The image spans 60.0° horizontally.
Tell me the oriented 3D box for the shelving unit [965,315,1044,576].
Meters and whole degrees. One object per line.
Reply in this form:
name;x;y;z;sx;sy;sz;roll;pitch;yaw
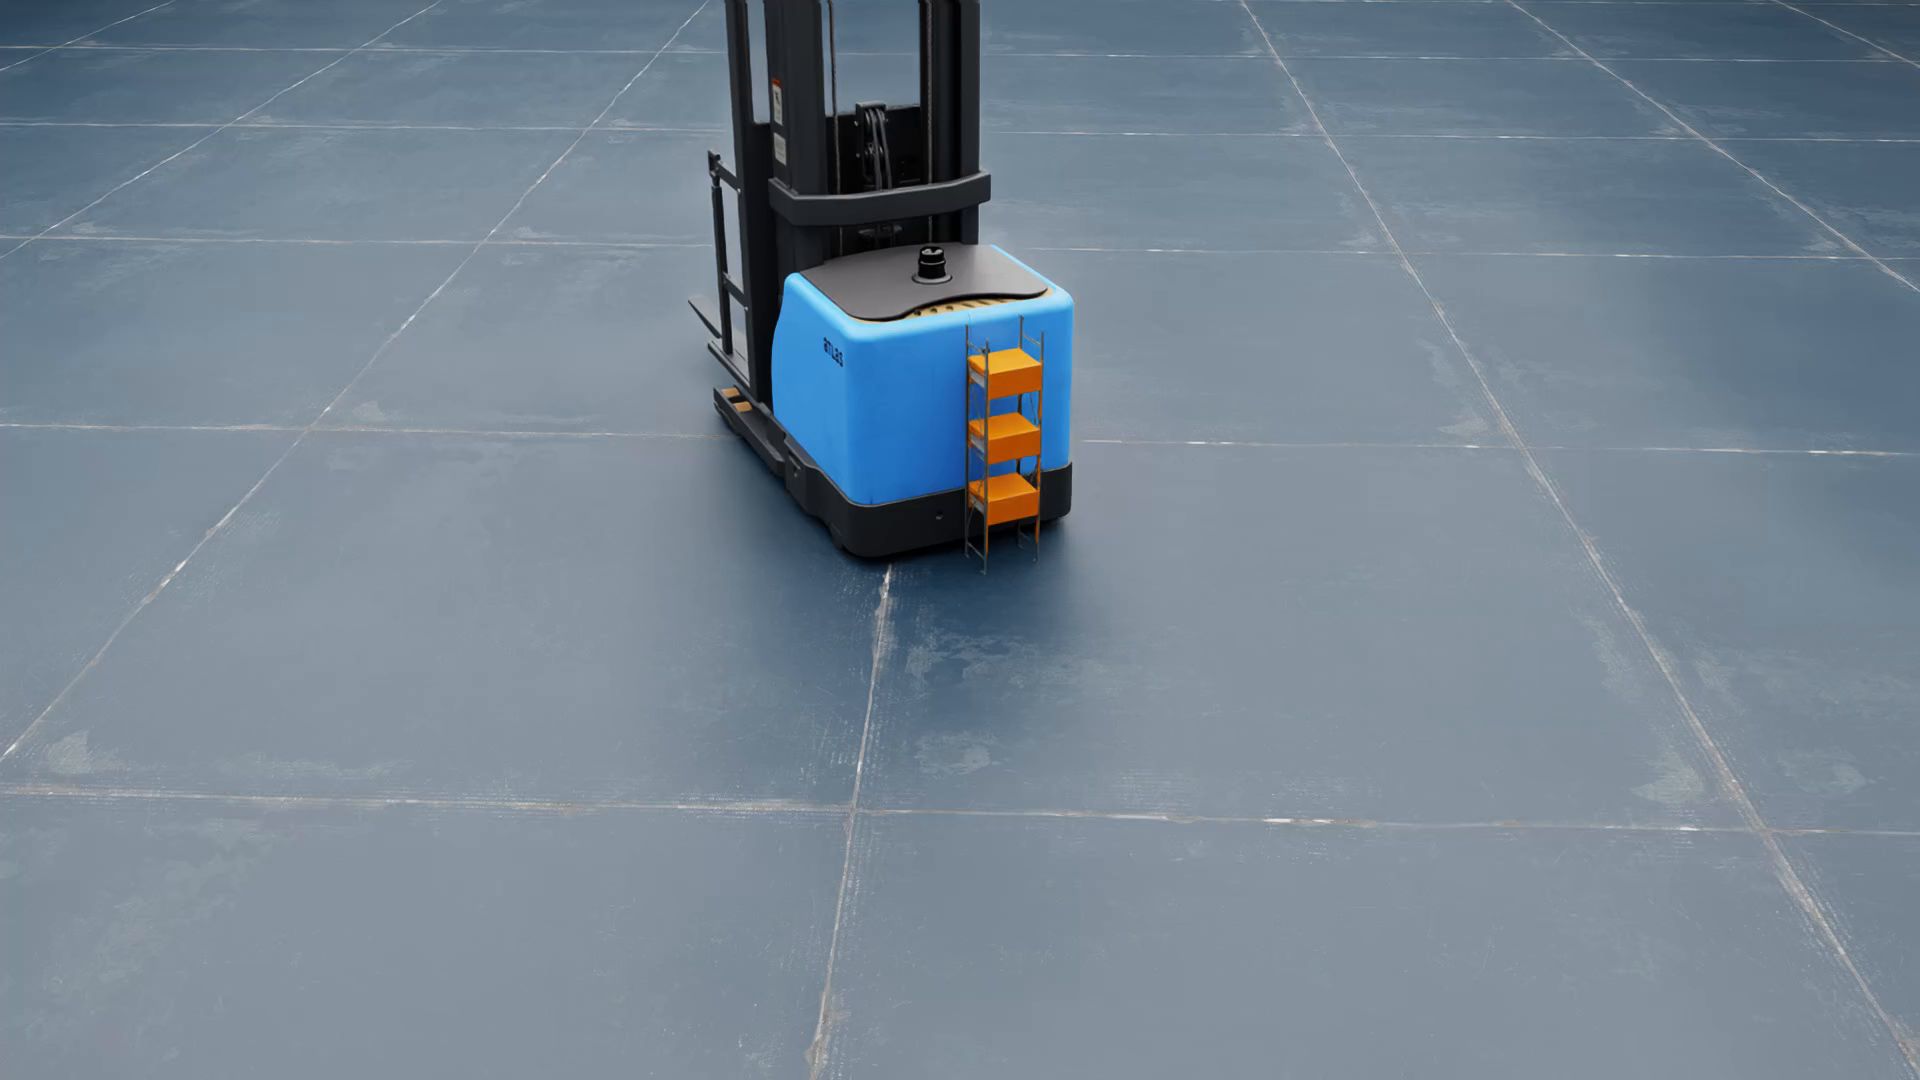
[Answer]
shelving unit;0.177;-0.379;6.844;0.252;1.050;0.215;-12;30;-22

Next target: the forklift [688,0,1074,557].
forklift;-0.587;-1.889;7.684;1.130;2.935;3.031;-12;30;-22

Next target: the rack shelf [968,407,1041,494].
rack shelf;0.177;-0.370;6.849;0.240;0.259;0.215;-12;30;-22

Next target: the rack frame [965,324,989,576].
rack frame;0.066;-0.355;6.798;0.008;1.050;0.200;-12;30;-22

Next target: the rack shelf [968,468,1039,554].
rack shelf;0.177;-0.124;6.979;0.240;0.259;0.215;-12;30;-22

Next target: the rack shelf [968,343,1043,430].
rack shelf;0.176;-0.620;6.716;0.240;0.259;0.215;-12;30;-22

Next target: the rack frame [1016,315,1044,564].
rack frame;0.287;-0.403;6.890;0.008;1.050;0.200;-12;30;-22
